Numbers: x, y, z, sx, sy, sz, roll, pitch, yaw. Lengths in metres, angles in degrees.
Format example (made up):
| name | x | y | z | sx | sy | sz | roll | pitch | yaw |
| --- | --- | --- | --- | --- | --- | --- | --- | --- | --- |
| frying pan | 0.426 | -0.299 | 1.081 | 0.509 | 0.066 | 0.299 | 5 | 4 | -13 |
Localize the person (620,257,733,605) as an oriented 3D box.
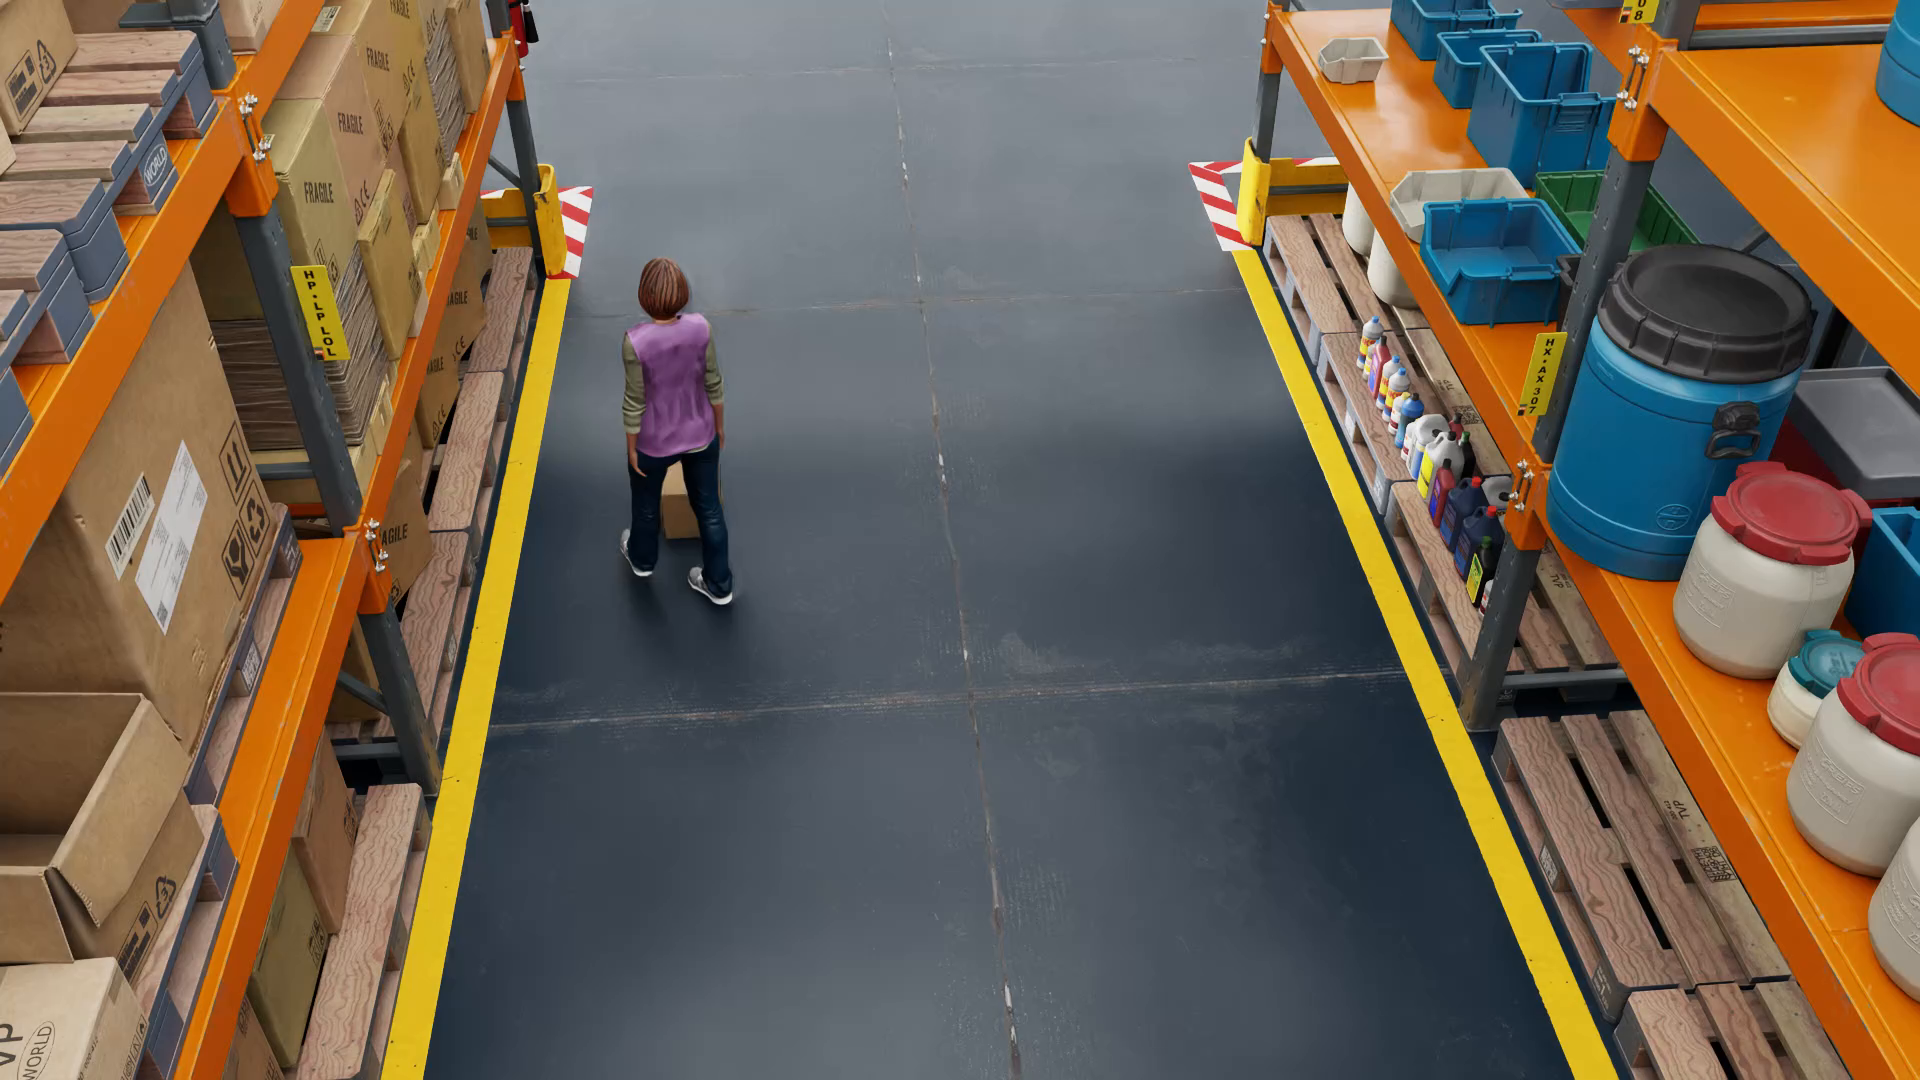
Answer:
| name | x | y | z | sx | sy | sz | roll | pitch | yaw |
| --- | --- | --- | --- | --- | --- | --- | --- | --- | --- |
| person | -1.185 | -0.456 | 6.716 | 0.440 | 1.583 | 0.610 | -18 | 43 | -21 |
